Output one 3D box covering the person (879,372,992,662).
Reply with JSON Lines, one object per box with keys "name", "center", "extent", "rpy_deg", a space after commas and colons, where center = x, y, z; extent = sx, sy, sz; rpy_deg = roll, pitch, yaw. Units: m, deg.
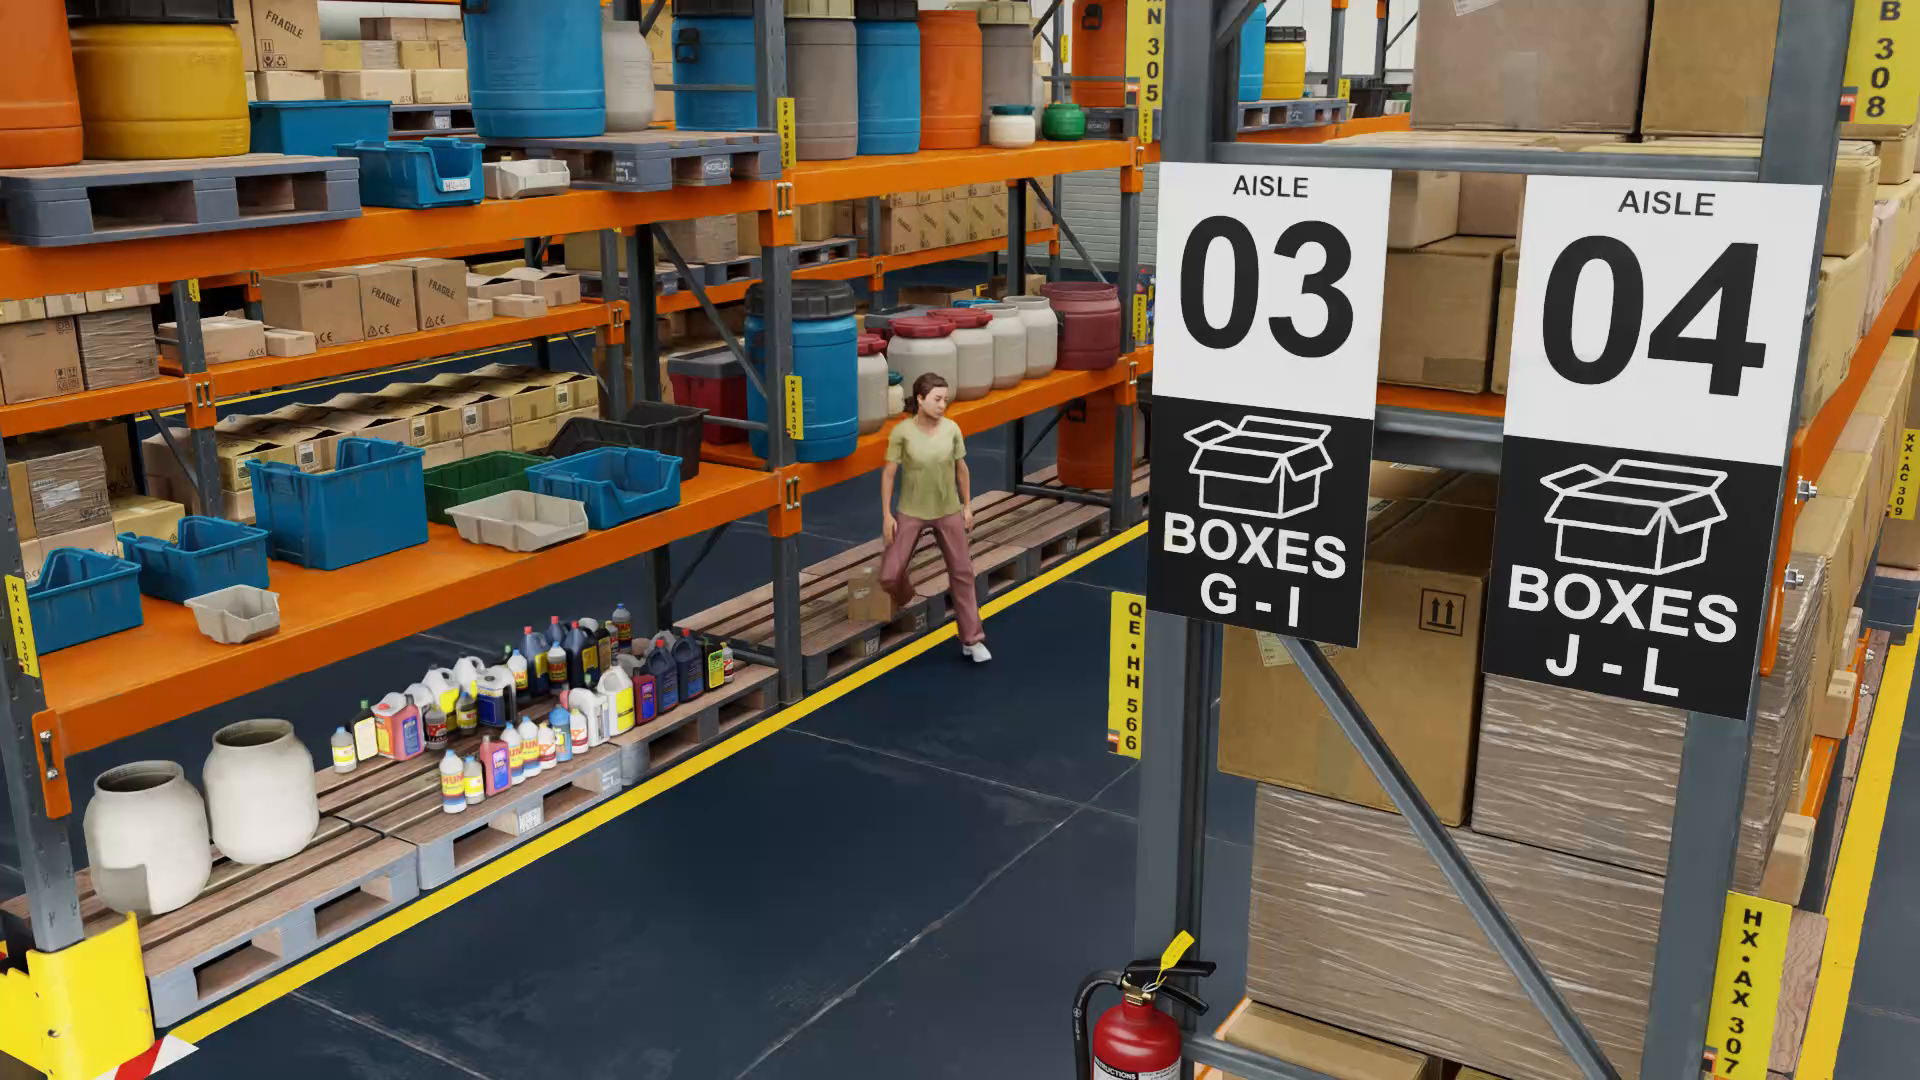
{"name": "person", "center": [-0.169, -0.136, 9.516], "extent": [0.618, 1.634, 0.671], "rpy_deg": [-3, 16, -9]}
